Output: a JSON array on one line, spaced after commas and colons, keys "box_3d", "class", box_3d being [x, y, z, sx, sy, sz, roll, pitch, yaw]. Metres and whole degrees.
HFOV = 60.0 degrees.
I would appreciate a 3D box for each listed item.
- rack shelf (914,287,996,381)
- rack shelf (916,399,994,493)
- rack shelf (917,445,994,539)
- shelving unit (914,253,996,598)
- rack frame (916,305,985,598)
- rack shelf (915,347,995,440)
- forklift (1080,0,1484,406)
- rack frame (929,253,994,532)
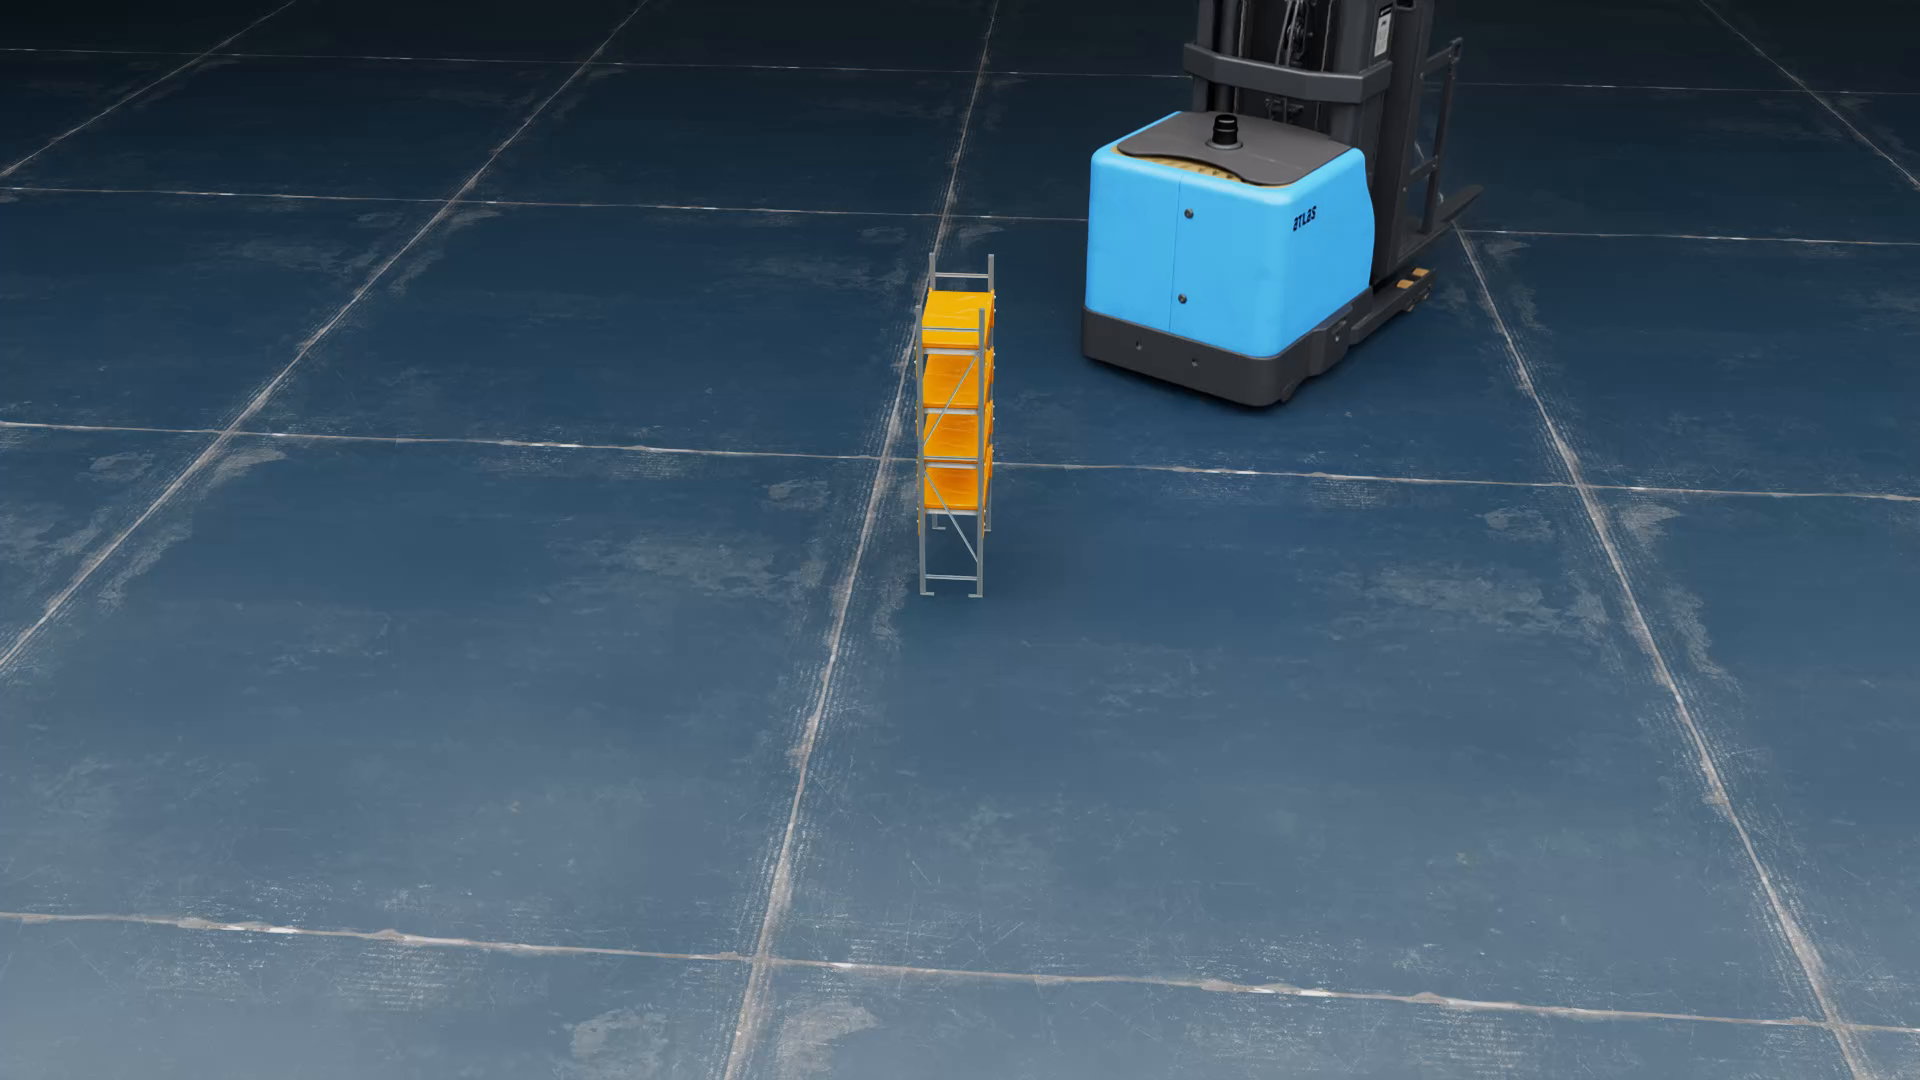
[{"box_3d": [-0.013, -0.759, 6.089, 0.258, 0.148, 0.480, 2, 32, 4], "class": "rack shelf"}, {"box_3d": [-0.013, -0.367, 6.330, 0.258, 0.148, 0.480, 2, 32, 4], "class": "rack shelf"}, {"box_3d": [-0.013, -0.198, 6.434, 0.258, 0.148, 0.480, 2, 32, 4], "class": "rack shelf"}, {"box_3d": [-0.013, -0.424, 6.295, 0.258, 1.200, 0.503, 2, 32, 4], "class": "shelving unit"}, {"box_3d": [-0.033, -0.297, 6.088, 0.240, 1.200, 0.015, 2, 32, 4], "class": "rack frame"}, {"box_3d": [-0.013, -0.557, 6.213, 0.258, 0.148, 0.480, 2, 32, 4], "class": "rack shelf"}, {"box_3d": [1.869, -2.576, 8.137, 1.130, 2.935, 3.031, 21, 38, 31], "class": "forklift"}, {"box_3d": [0.006, -0.552, 6.502, 0.240, 1.200, 0.015, 2, 32, 4], "class": "rack frame"}]
